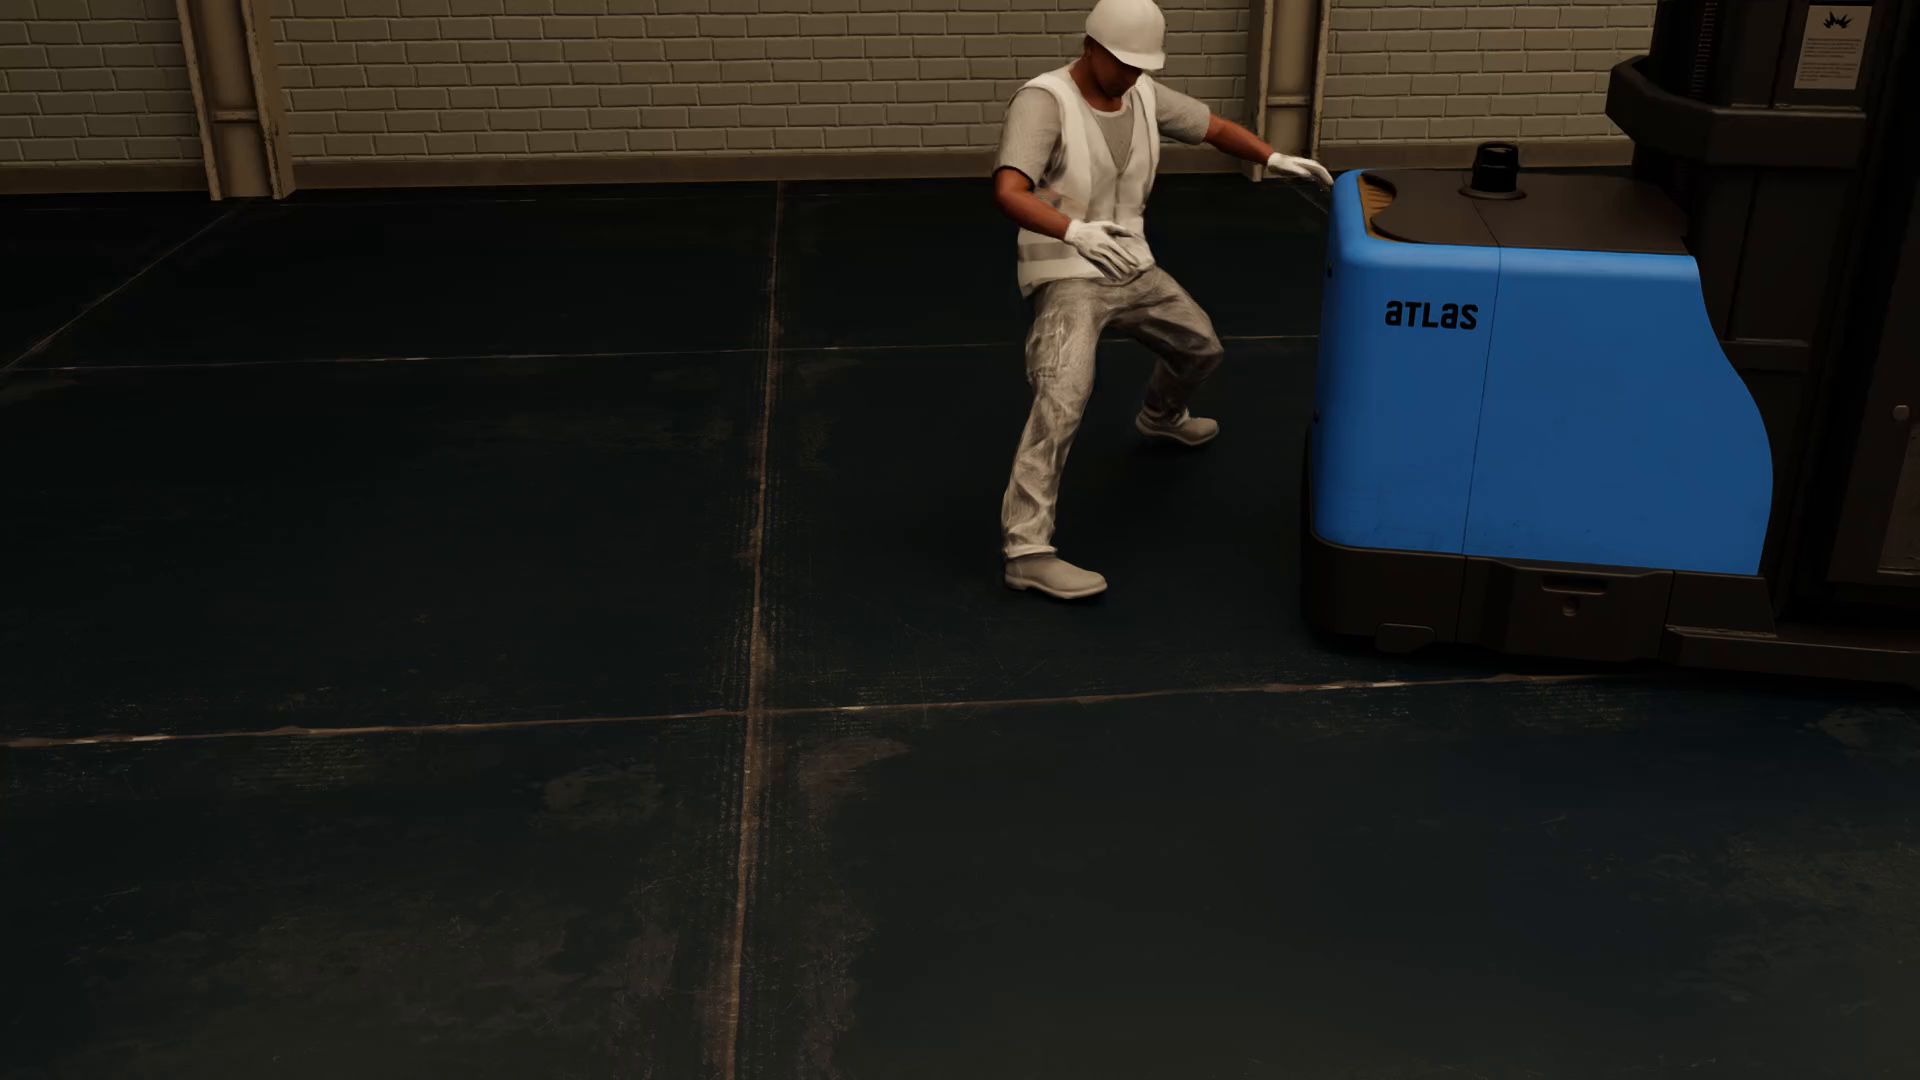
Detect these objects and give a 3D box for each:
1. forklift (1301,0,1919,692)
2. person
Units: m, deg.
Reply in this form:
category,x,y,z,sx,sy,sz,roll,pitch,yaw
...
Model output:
category,x,y,z,sx,sy,sz,roll,pitch,yaw
forklift,2.466,-1.139,3.946,3.031,2.935,1.130,4,24,10
person,0.536,-0.801,4.876,1.331,1.564,0.840,-18,29,-35
